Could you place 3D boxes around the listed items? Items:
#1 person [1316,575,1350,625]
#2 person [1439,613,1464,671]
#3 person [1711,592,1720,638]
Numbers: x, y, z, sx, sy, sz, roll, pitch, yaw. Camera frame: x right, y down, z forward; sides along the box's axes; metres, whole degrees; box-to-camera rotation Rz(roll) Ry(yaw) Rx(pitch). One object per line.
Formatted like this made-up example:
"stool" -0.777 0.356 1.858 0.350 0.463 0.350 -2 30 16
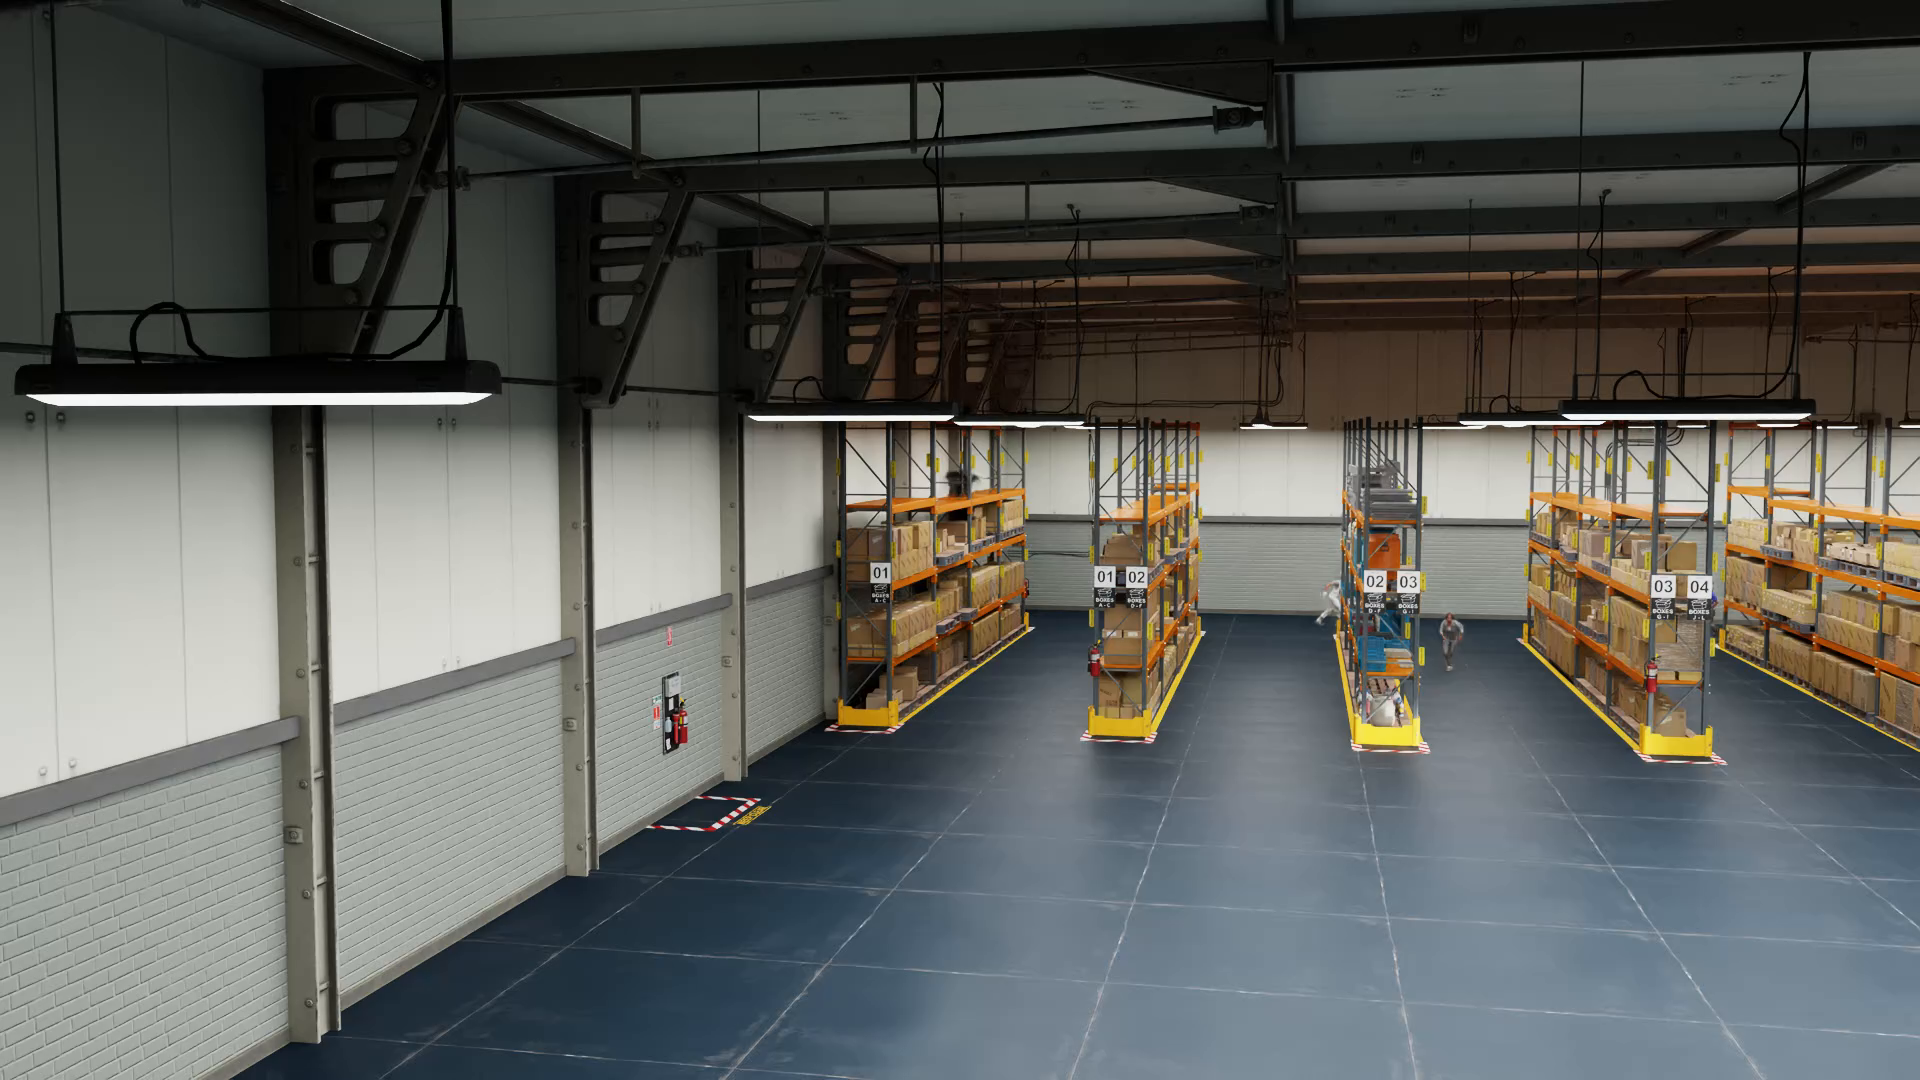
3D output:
"person" 10.955 1.741 48.576 1.143 1.571 0.657 3 5 43
"person" 11.776 2.429 39.847 0.562 1.431 0.783 1 4 18
"person" 20.461 1.979 45.359 0.636 1.653 0.567 -1 4 -21
